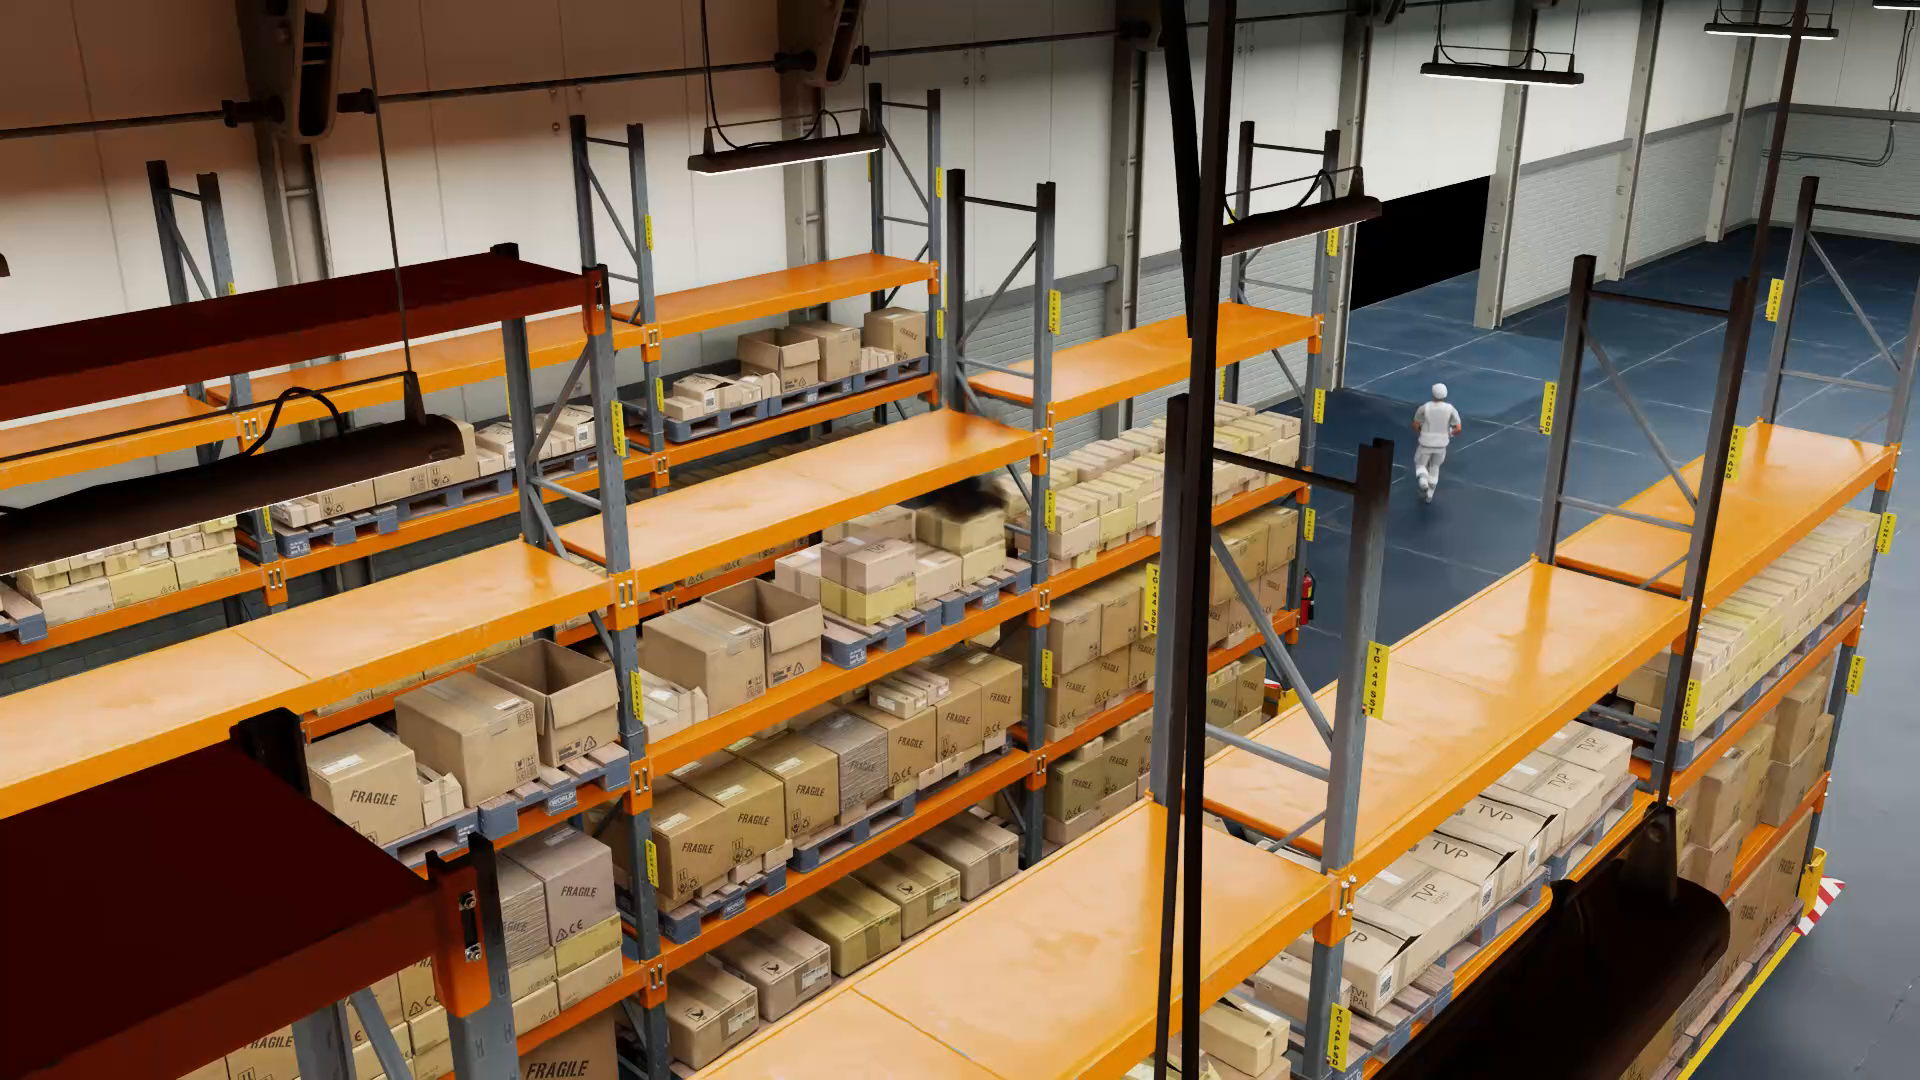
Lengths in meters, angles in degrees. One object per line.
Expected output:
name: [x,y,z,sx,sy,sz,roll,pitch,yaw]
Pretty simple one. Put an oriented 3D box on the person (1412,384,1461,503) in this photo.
person: [6.567,-1.329,23.044,0.655,1.738,0.623,3,21,8]
